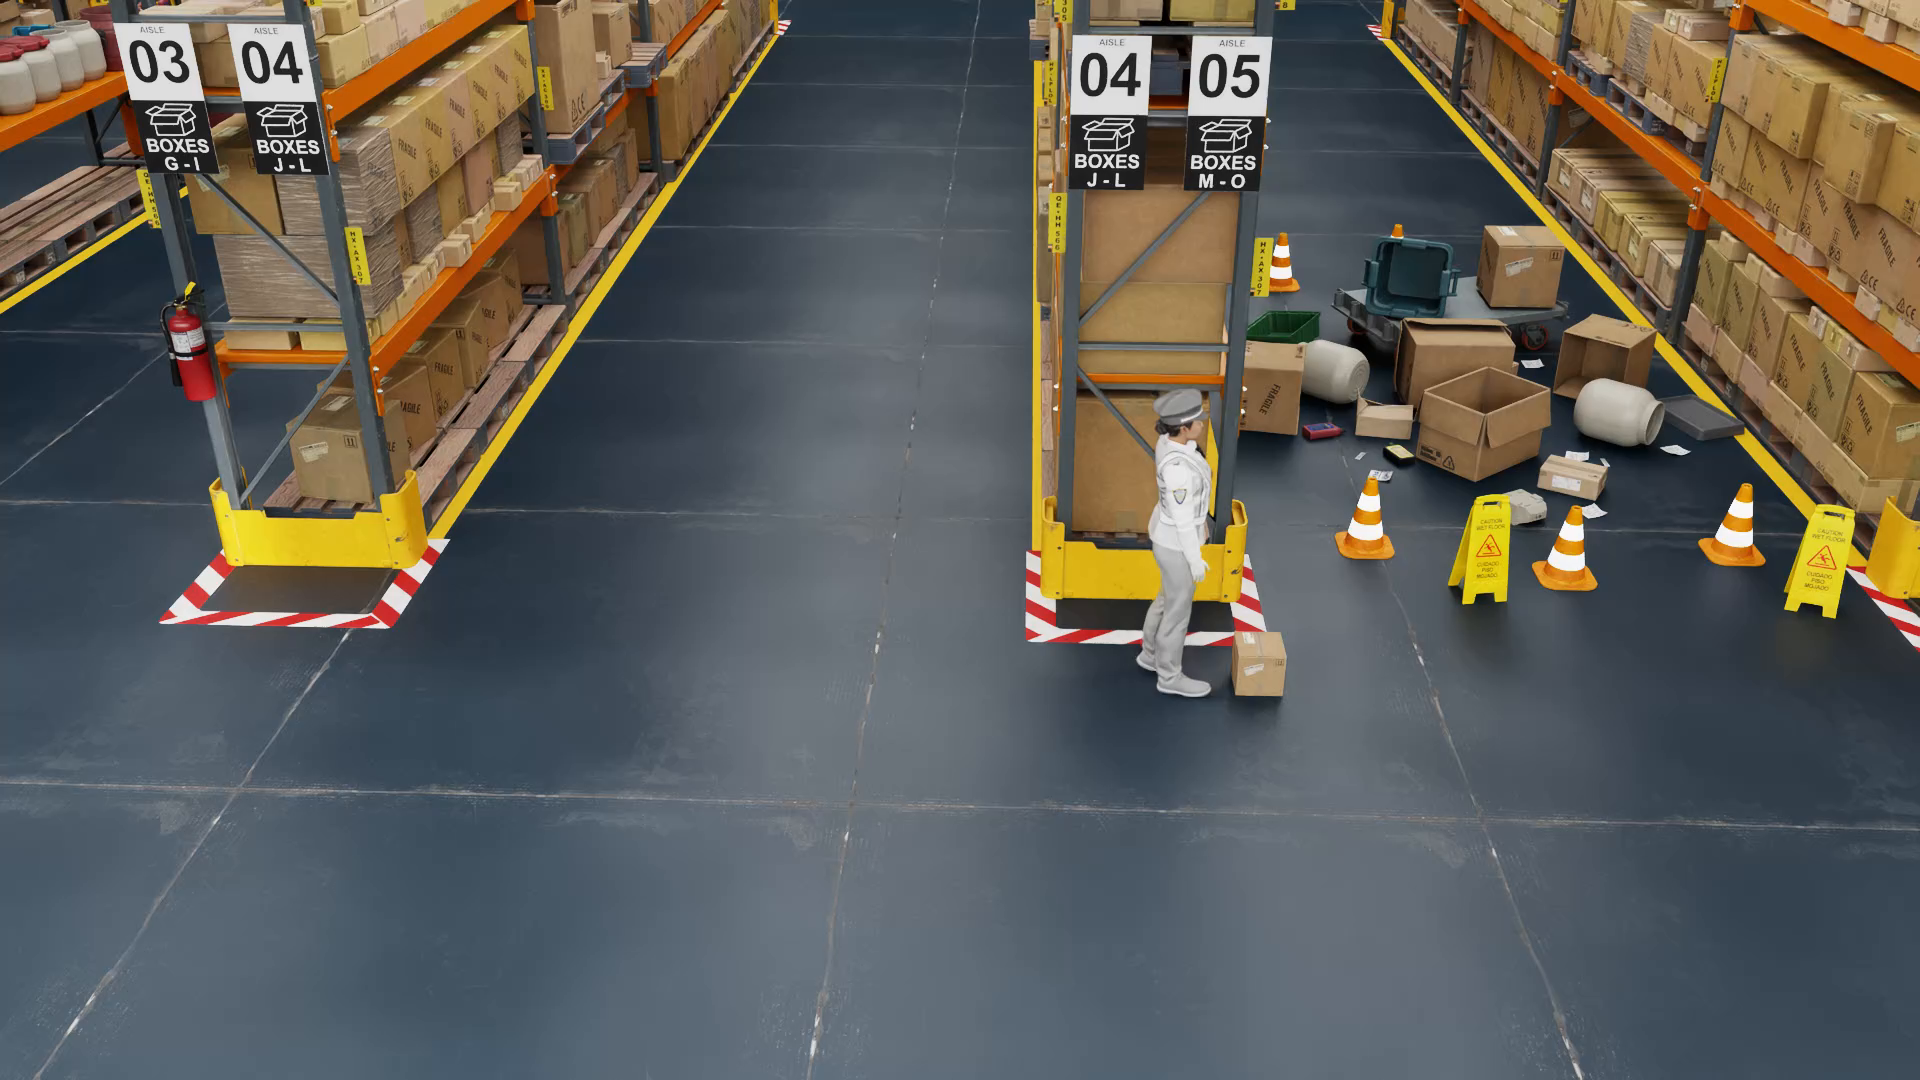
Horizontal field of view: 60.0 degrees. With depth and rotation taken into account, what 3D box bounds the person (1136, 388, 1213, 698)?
[{"bbox_3d":[1.147,0.040,8.582,0.388,1.747,0.481,2,28,3],"label":"person"}]
